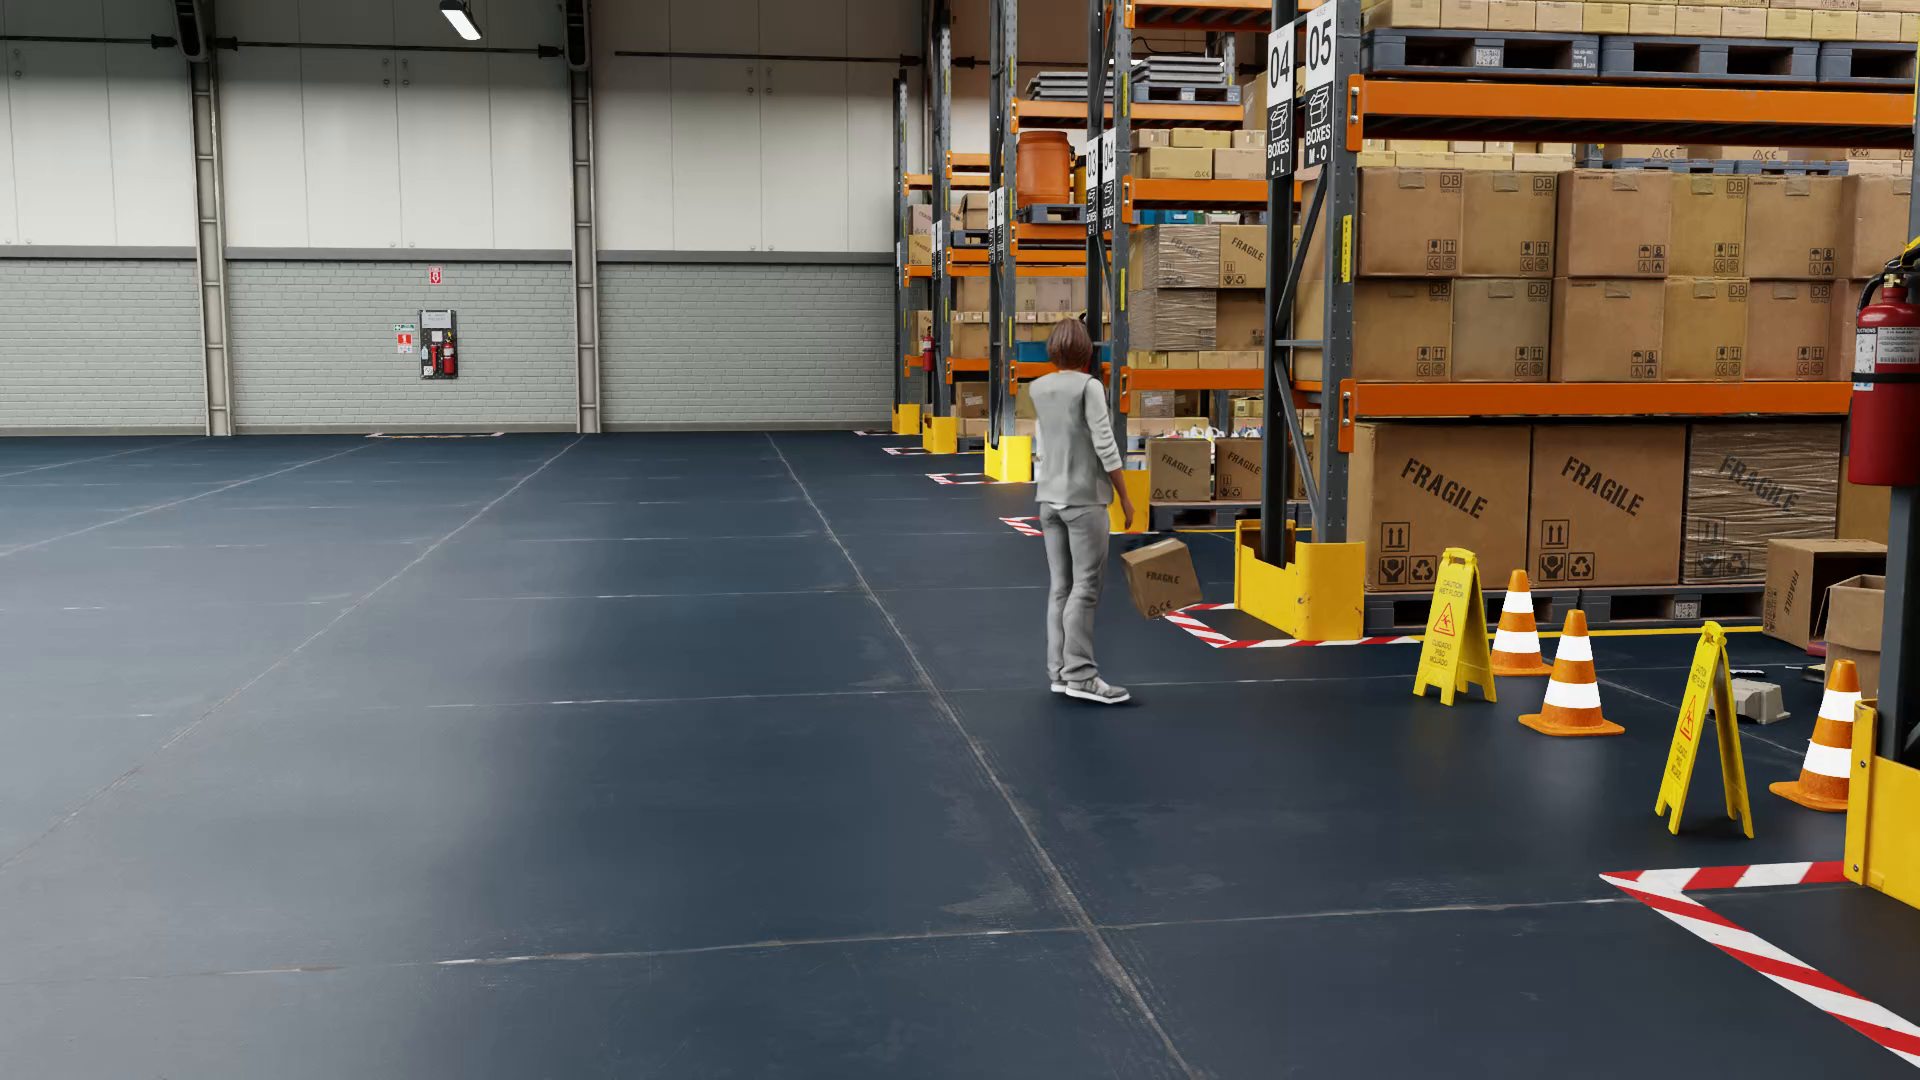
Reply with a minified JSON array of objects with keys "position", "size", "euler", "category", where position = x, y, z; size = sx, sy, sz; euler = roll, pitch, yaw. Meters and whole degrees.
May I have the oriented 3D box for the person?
[{"position":[0.531,-0.135,7.058],"size":[0.343,1.605,0.517],"euler":[-5,9,-39],"category":"person"}]
